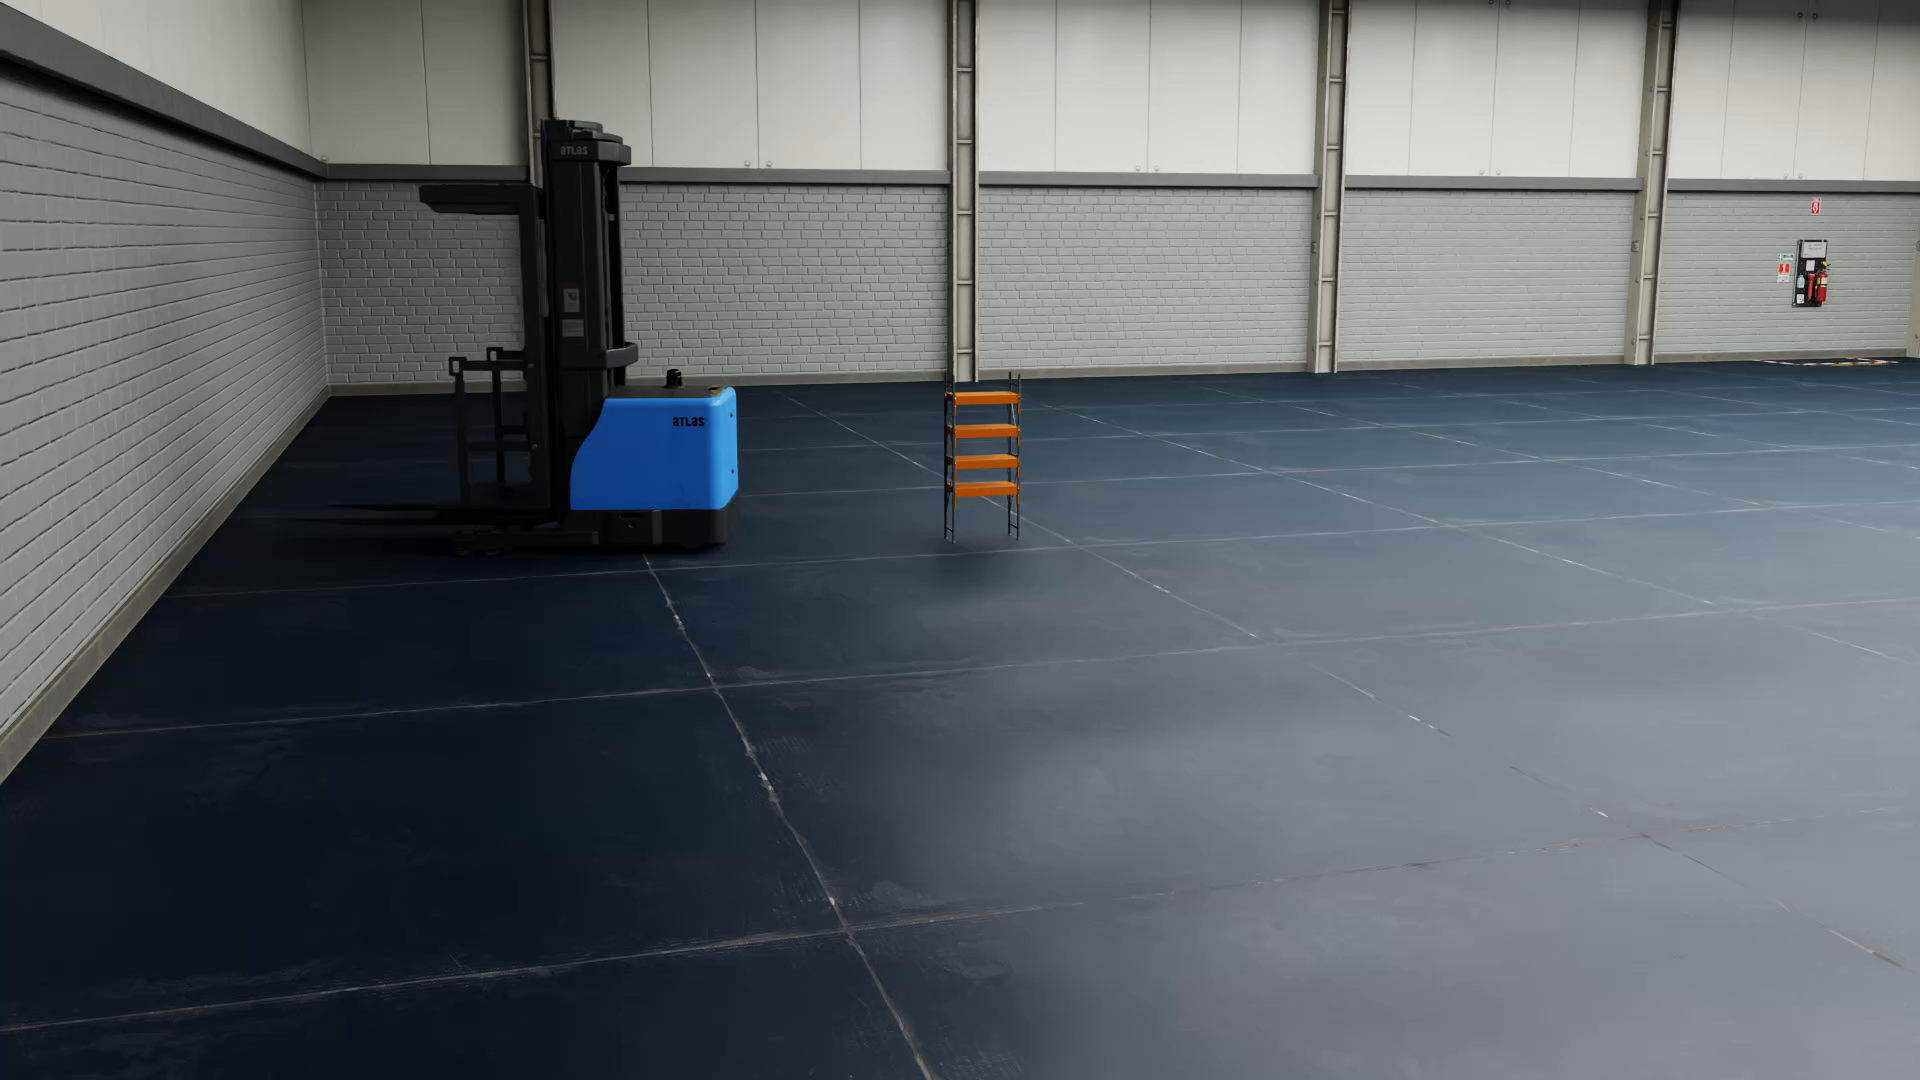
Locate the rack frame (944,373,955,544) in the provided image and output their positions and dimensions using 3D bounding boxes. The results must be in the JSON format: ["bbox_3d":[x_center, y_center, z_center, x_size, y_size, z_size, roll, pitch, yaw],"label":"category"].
[{"bbox_3d":[-0.075,-0.586,11.916,0.015,1.200,0.240,-3,11,-16],"label":"rack frame"}]

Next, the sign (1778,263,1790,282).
[{"bbox_3d":[14.385,-4.670,29.033,0.234,0.329,0.001,-3,11,-16],"label":"sign"}]

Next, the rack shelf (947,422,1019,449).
[{"bbox_3d":[0.159,-0.752,11.955,0.480,0.148,0.258,-3,11,-16],"label":"rack shelf"}]

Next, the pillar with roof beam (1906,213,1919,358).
[{"bbox_3d":[18.531,-6.983,25.126,0.400,9.000,9.100,-3,11,-16],"label":"pillar with roof beam"}]

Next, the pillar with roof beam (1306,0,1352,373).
[{"bbox_3d":[7.009,-6.376,21.827,0.400,9.000,9.100,-3,11,-16],"label":"pillar with roof beam"}]

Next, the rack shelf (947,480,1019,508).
[{"bbox_3d":[0.159,-0.337,12.031,0.480,0.148,0.258,-3,11,-16],"label":"rack shelf"}]

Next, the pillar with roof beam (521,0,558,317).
[{"bbox_3d":[-4.512,-5.769,18.528,0.400,9.000,9.100,-3,11,-16],"label":"pillar with roof beam"}]

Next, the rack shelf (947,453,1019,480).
[{"bbox_3d":[0.159,-0.532,11.996,0.480,0.148,0.258,-3,11,-16],"label":"rack shelf"}]

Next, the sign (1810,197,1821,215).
[{"bbox_3d":[14.909,-5.820,28.973,0.199,0.298,0.001,-3,11,-16],"label":"sign"}]

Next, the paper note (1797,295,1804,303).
[{"bbox_3d":[14.755,-4.233,29.187,0.142,0.148,0.016,-3,11,-16],"label":"paper note"}]

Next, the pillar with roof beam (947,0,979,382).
[{"bbox_3d":[1.249,-6.073,20.178,0.400,9.000,9.100,-3,11,-16],"label":"pillar with roof beam"}]

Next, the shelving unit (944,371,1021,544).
[{"bbox_3d":[0.159,-0.598,11.983,0.503,1.200,0.258,-3,11,-16],"label":"shelving unit"}]

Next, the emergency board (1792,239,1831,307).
[{"bbox_3d":[14.945,-4.663,29.091,0.643,1.169,0.194,-3,11,-16],"label":"emergency board"}]

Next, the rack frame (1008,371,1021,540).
[{"bbox_3d":[0.393,-0.611,12.050,0.015,1.200,0.240,-3,11,-16],"label":"rack frame"}]

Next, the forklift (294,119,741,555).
[{"bbox_3d":[-3.147,-1.434,11.739,3.031,2.935,1.130,0,10,-1],"label":"forklift"}]

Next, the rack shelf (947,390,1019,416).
[{"bbox_3d":[0.159,-0.985,11.912,0.480,0.148,0.258,-3,11,-16],"label":"rack shelf"}]

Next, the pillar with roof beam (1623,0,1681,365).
[{"bbox_3d":[12.770,-6.680,23.476,0.400,9.000,9.100,-3,11,-16],"label":"pillar with roof beam"}]

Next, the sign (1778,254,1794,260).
[{"bbox_3d":[14.392,-4.930,28.978,0.331,0.109,0.001,-3,11,-16],"label":"sign"}]
